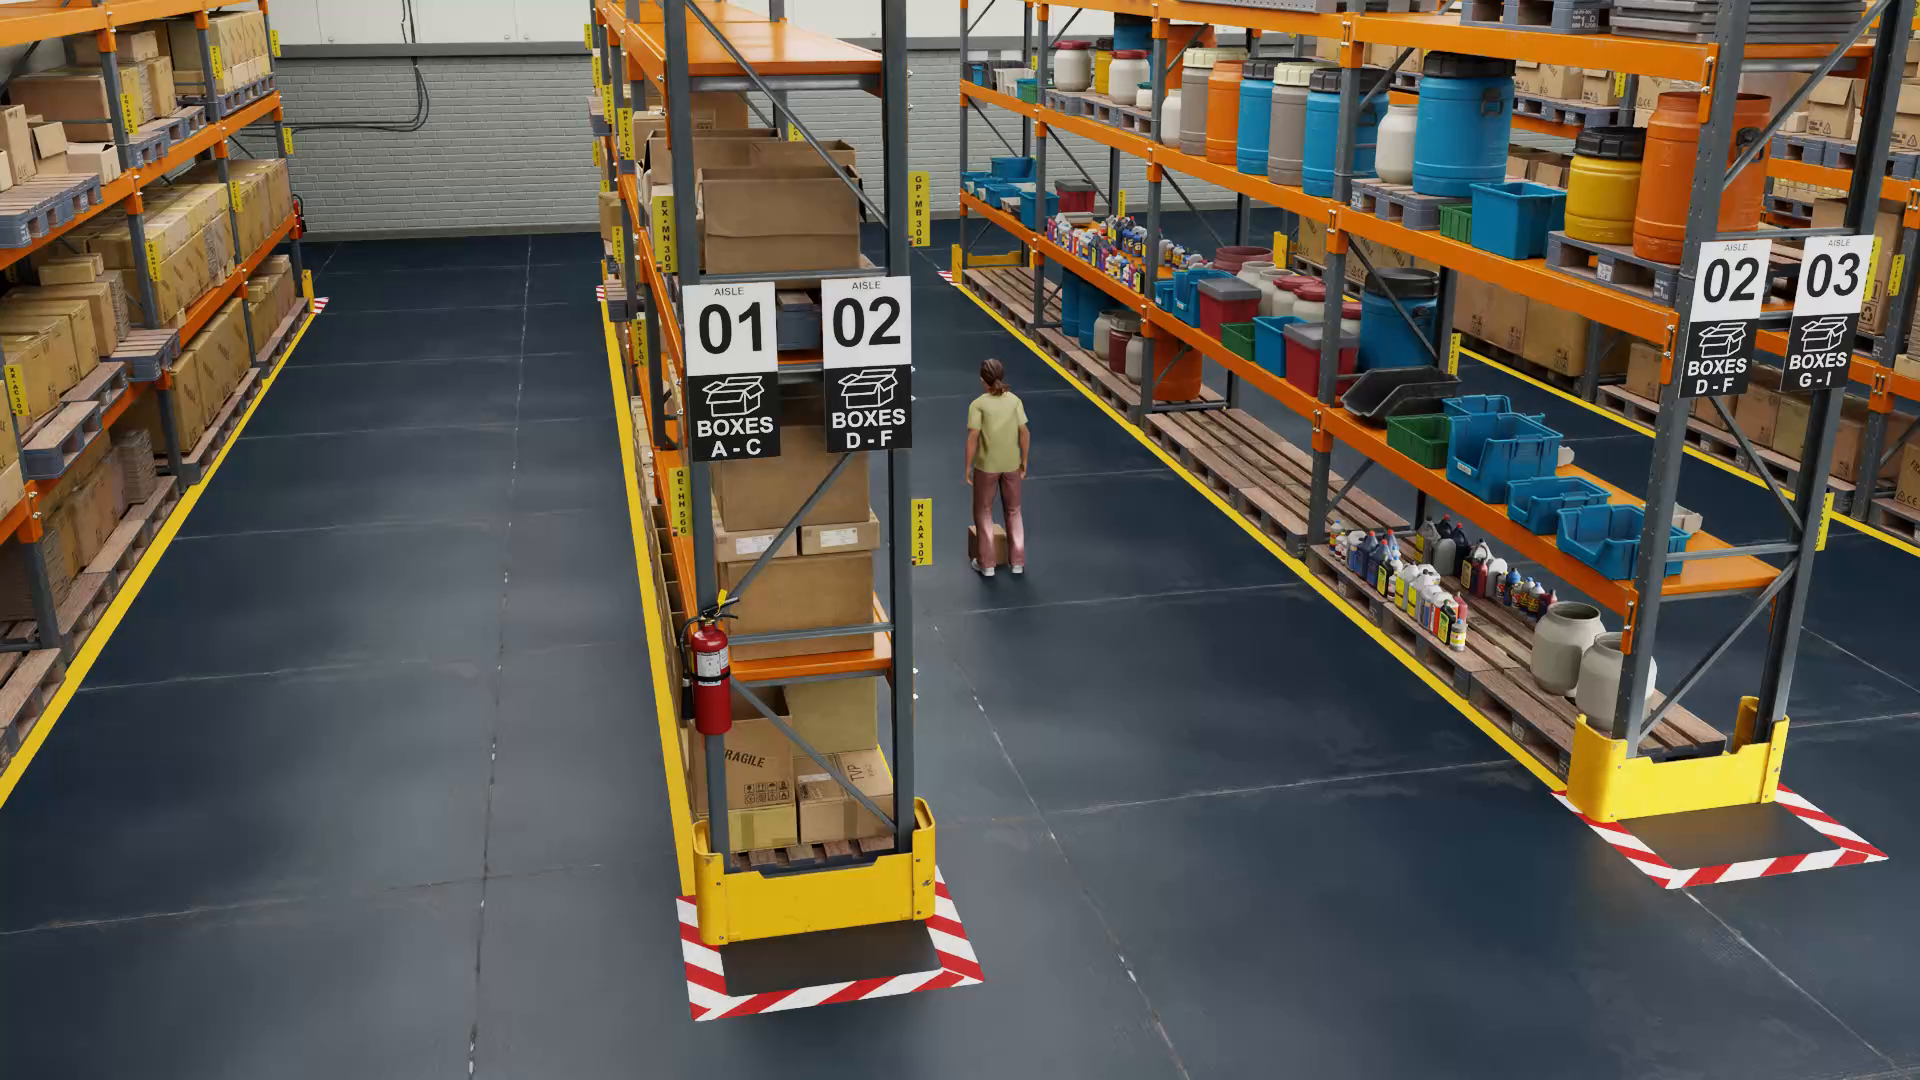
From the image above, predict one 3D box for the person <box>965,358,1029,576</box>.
[{"bbox_3d":[0.275,-0.549,12.608,0.521,1.671,0.364,-6,21,-16],"label":"person"}]
